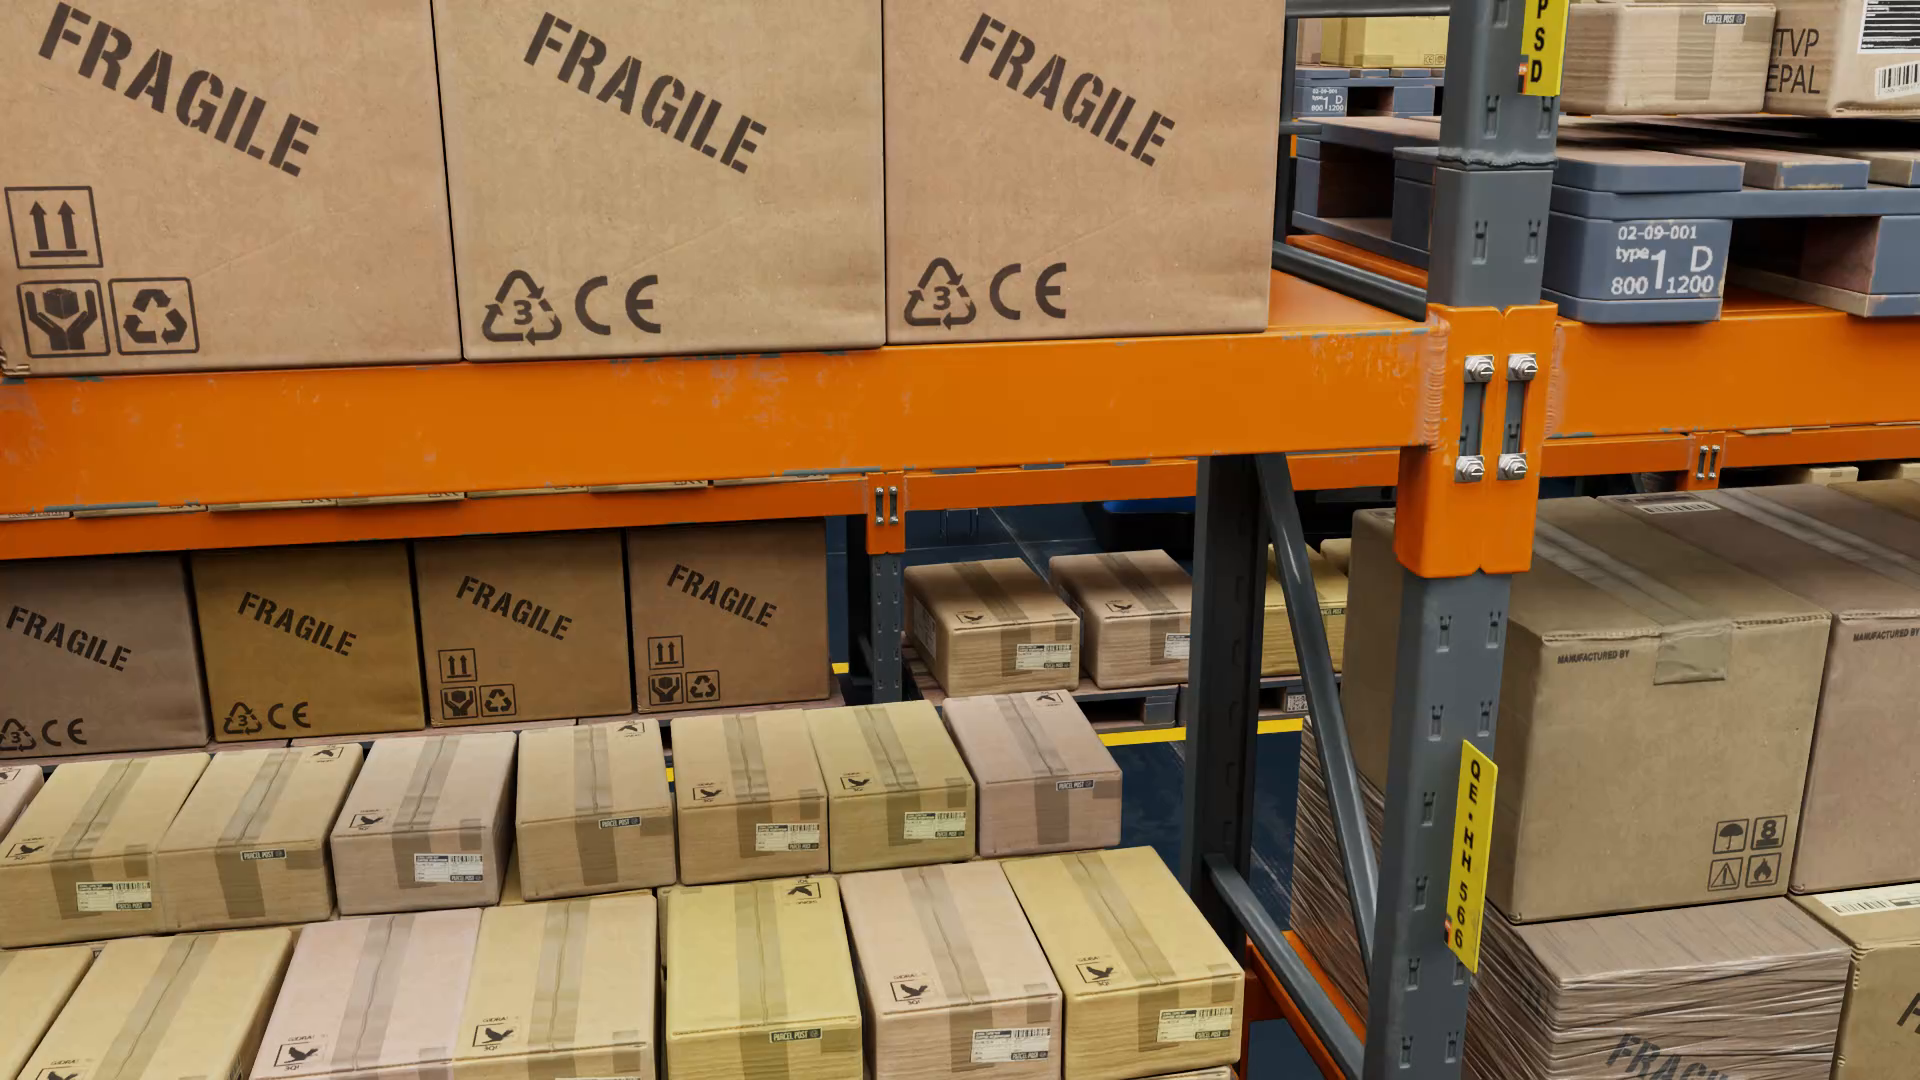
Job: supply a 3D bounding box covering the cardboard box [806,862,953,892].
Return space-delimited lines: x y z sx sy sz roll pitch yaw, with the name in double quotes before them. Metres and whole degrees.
"cardboard box" -0.161 0.576 3.035 0.250 0.149 0.380 -2 17 -8

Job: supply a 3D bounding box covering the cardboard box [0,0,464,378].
"cardboard box" -0.875 -0.505 2.066 0.500 0.500 0.500 -3 17 -10

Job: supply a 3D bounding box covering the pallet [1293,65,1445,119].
"pallet" 1.863 -2.112 7.791 1.003 0.211 1.213 -3 17 -10

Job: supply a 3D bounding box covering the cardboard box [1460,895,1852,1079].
"cardboard box" 1.110 0.819 2.867 0.500 0.500 0.500 -3 17 -10

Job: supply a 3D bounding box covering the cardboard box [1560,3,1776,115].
"cardboard box" 0.976 -0.721 2.484 0.250 0.149 0.380 -4 18 -13

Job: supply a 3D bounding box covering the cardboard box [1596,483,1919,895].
"cardboard box" 1.557 0.237 3.057 0.500 0.500 0.700 -3 17 -11

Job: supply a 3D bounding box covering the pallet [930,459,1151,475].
"pallet" 0.259 -0.586 7.938 1.003 0.211 1.213 -3 17 -10

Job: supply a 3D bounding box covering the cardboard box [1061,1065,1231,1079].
"cardboard box" 0.219 0.750 2.468 0.250 0.149 0.380 -3 17 -9

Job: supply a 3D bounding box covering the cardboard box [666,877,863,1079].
"cardboard box" -0.280 0.636 2.331 0.250 0.149 0.380 -3 17 -9

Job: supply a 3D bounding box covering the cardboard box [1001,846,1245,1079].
"cardboard box" 0.224 0.608 2.422 0.250 0.149 0.380 -4 18 -13

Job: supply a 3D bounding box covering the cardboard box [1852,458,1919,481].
"cardboard box" 4.776 -0.359 8.458 0.250 0.149 0.380 -3 17 -8

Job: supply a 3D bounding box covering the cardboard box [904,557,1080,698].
"cardboard box" 0.136 0.419 8.098 0.625 0.372 0.950 -4 18 -14

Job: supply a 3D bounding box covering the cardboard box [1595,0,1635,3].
"cardboard box" 1.164 -0.854 2.886 0.250 0.166 0.380 -3 17 -10

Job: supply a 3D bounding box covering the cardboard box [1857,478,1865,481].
"cardboard box" 4.661 -0.063 8.600 0.500 0.500 0.500 -3 17 -8

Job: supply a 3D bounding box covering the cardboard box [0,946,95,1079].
"cardboard box" -1.302 0.694 2.143 0.250 0.149 0.380 -3 17 -9

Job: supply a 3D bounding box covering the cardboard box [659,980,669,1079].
"cardboard box" -0.300 0.781 2.368 0.250 0.149 0.380 -3 17 -9

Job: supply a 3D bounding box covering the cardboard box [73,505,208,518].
"cardboard box" -3.358 -0.291 6.905 0.500 0.250 0.500 -4 17 -12

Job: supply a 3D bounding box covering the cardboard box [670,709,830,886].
"cardboard box" -0.377 0.447 2.948 0.250 0.149 0.380 -3 17 -11

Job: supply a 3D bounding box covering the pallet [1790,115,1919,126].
"pallet" 2.338 -0.644 3.013 1.213 0.211 1.003 -2 17 -8

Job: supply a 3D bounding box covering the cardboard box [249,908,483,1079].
"cardboard box" -0.780 0.664 2.241 0.250 0.149 0.380 -3 17 -10

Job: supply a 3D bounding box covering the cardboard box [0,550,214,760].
"cardboard box" -3.754 0.373 7.393 0.875 0.875 0.875 -3 17 -9

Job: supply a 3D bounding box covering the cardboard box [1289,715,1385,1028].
"cardboard box" 1.009 0.664 3.372 0.500 0.500 0.500 -3 17 -10

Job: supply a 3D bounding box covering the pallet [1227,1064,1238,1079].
"pallet" -0.061 0.976 2.852 1.003 0.211 1.213 -3 17 -10

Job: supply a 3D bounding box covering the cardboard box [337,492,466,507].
"cardboard box" -2.359 -0.340 7.065 0.500 0.250 0.500 -4 17 -11

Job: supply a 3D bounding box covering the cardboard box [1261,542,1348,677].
"cardboard box" 1.605 0.335 8.372 0.625 0.372 0.950 -3 17 -9

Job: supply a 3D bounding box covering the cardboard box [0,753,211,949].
"cardboard box" -1.408 0.505 2.758 0.250 0.149 0.380 -3 17 -11

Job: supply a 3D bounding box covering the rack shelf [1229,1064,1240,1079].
"rack shelf" -1.346 1.269 2.796 4.000 0.370 1.077 -3 17 -10

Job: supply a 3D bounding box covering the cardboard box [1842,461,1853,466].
"cardboard box" 4.536 -0.214 9.091 0.500 0.500 0.500 -3 17 -9

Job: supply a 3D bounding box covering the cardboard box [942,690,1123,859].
"cardboard box" 0.123 0.419 3.038 0.250 0.149 0.380 -3 17 -10

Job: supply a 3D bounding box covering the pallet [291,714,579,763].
"pallet" -2.404 0.815 7.800 1.213 0.211 1.003 -3 17 -10

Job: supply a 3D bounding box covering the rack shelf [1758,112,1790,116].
"rack shelf" 5.471 -2.032 8.434 4.000 0.370 1.077 -3 17 -10

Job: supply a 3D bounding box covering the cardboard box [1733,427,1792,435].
"cardboard box" 3.877 -0.635 8.199 0.250 0.149 0.380 -3 17 -11

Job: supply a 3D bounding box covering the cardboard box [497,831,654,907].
"cardboard box" -0.670 0.606 2.937 0.250 0.149 0.380 -3 17 -10

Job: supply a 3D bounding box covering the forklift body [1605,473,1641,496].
"forklift body" 4.974 -1.447 11.858 1.214 2.155 2.313 -3 17 -10

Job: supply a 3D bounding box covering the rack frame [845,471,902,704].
"rack frame" -0.420 -0.608 7.681 0.127 3.000 1.000 -3 17 -10

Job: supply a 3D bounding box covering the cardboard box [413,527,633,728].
"cardboard box" -1.991 0.270 7.726 0.875 0.875 0.875 -3 17 -10

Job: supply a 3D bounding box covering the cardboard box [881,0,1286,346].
"cardboard box" 0.106 -0.563 2.256 0.500 0.500 0.500 -3 17 -10

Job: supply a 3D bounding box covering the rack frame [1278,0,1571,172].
"rack frame" 0.618 -2.054 2.172 0.127 3.000 1.000 -3 17 -10

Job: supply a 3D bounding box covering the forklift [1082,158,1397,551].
"forklift" 2.371 -1.456 10.561 3.031 2.935 1.130 -1 17 -4

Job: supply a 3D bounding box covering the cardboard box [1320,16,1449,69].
"cardboard box" 1.963 -2.264 7.506 0.500 0.250 0.500 -3 17 -10

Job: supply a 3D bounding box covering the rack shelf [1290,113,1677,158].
"rack shelf" 1.544 -1.809 7.709 4.000 0.370 1.077 -3 17 -10

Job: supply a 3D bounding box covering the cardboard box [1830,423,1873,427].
"cardboard box" 4.371 -0.688 8.371 0.250 0.149 0.380 -3 17 -11

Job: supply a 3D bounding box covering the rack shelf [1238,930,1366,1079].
"rack shelf" 2.582 1.046 3.522 4.000 0.370 1.077 -3 17 -10

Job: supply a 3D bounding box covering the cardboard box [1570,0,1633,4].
"cardboard box" 2.962 -2.563 7.628 0.500 0.250 0.500 -3 17 -9

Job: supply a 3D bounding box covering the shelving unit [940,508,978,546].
"shelving unit" -0.008 -0.430 10.678 0.210 0.900 0.258 -3 17 -10

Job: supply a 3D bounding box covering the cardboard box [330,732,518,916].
"cardboard box" -0.903 0.477 2.849 0.250 0.149 0.380 -2 17 -8

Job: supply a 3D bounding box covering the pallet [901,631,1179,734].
"pallet" 0.347 0.682 8.231 1.213 0.211 1.003 -3 17 -10

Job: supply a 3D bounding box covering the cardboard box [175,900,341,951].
"cardboard box" -1.159 0.632 2.851 0.250 0.149 0.380 -3 17 -11

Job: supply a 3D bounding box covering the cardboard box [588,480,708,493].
"cardboard box" -1.366 -0.400 7.260 0.500 0.250 0.500 -3 17 -9

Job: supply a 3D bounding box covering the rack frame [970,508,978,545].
"rack frame" 0.092 -0.435 10.697 0.006 0.900 0.240 -3 17 -10

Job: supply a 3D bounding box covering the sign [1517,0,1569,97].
"sign" 0.719 -0.711 2.027 0.005 0.325 0.100 -3 17 -10

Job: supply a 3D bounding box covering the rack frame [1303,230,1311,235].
"rack frame" 2.562 -2.261 13.064 0.127 3.000 1.000 -3 17 -10
